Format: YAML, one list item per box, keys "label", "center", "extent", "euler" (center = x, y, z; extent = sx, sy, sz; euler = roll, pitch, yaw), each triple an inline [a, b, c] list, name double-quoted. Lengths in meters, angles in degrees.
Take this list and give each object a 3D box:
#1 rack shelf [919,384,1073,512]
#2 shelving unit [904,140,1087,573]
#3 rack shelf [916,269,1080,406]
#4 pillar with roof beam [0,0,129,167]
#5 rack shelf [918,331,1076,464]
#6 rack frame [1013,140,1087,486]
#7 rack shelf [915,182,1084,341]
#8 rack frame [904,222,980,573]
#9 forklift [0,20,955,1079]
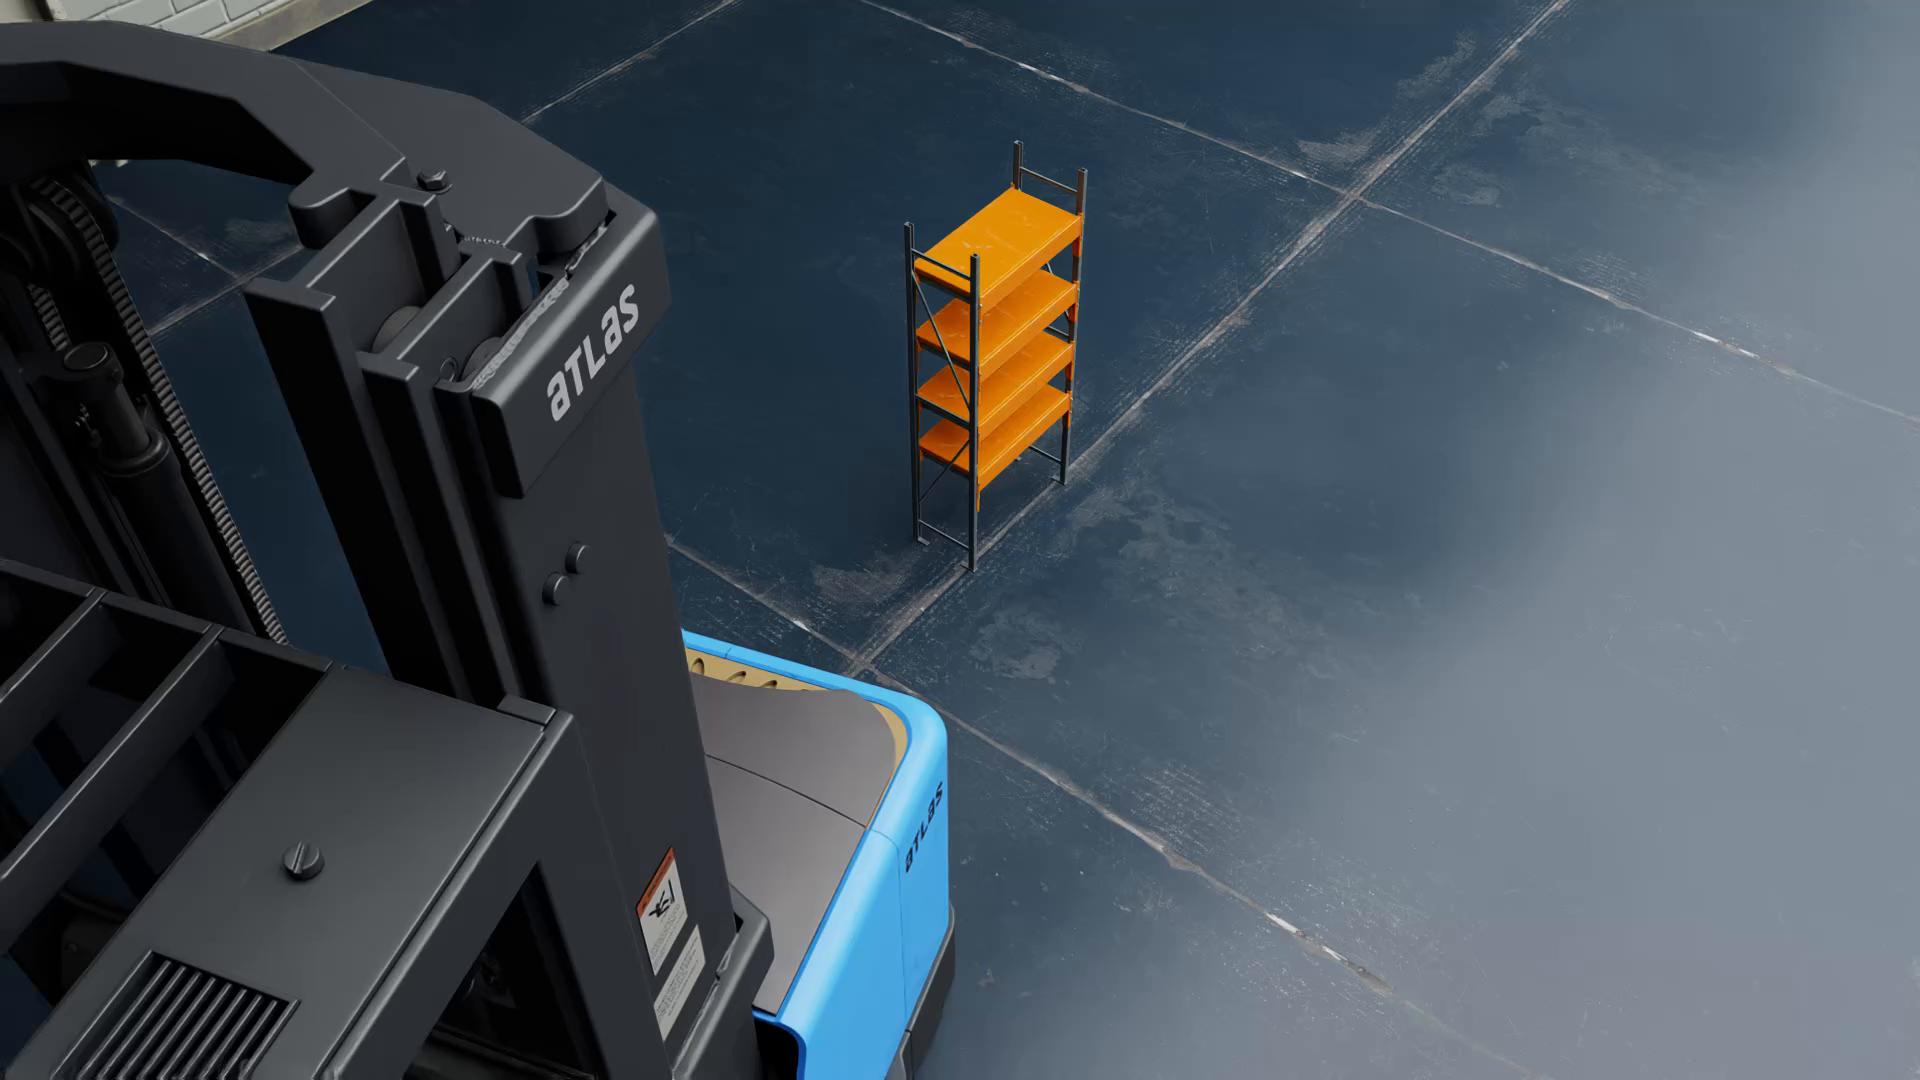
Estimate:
- label: "rack shelf"
  center: [0.101, -0.326, 5.099]
  extent: [0.258, 0.148, 0.480]
  euler: [29, 53, 25]
- label: "shelving unit"
  center: [0.101, -0.509, 4.907]
  extent: [0.258, 1.200, 0.503]
  euler: [29, 53, 25]
- label: "rack shelf"
  center: [0.101, -0.617, 4.794]
  extent: [0.258, 0.148, 0.480]
  euler: [29, 53, 25]
- label: "pillar with roof beam"
  center: [-0.185, -2.689, 1.595]
  extent: [9.100, 9.000, 0.400]
  euler: [29, 53, 25]
- label: "rack shelf"
  center: [0.101, -0.463, 4.955]
  extent: [0.258, 0.148, 0.480]
  euler: [29, 53, 25]
- label: "rack frame"
  center: [0.250, -0.649, 5.040]
  extent: [0.240, 1.200, 0.015]
  euler: [29, 53, 25]
- label: "rack shelf"
  center: [0.101, -0.781, 4.622]
  extent: [0.258, 0.148, 0.480]
  euler: [29, 53, 25]
- label: "rack frame"
  center: [-0.048, -0.370, 4.773]
  extent: [0.240, 1.200, 0.015]
  euler: [29, 53, 25]
- label: "forklift"
  center: [-0.994, 0.955, 2.311]
  extent: [1.130, 2.935, 3.031]
  euler: [15, 48, 14]
